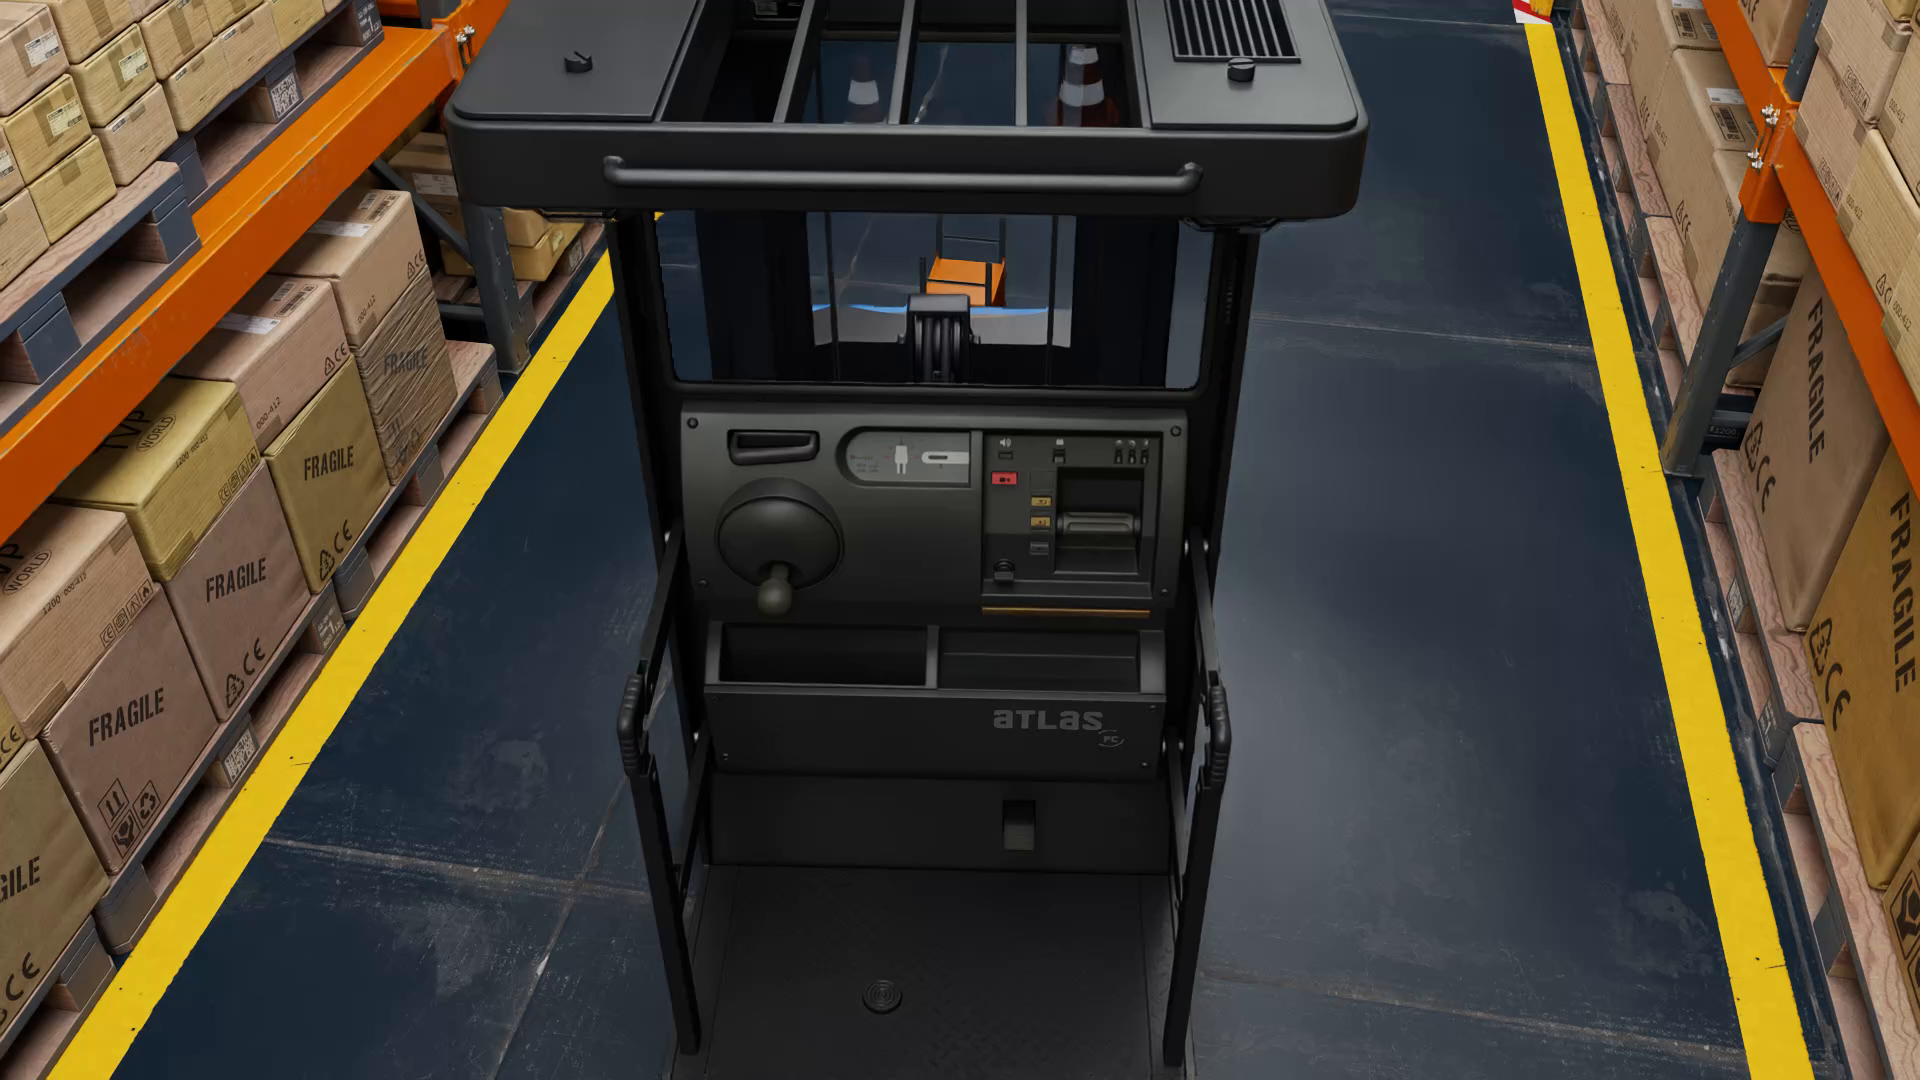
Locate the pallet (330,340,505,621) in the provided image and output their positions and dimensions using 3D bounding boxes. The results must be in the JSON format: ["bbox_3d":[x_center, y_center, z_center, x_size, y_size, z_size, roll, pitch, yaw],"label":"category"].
[{"bbox_3d":[-2.194,-0.269,5.409,1.003,0.211,1.213,6,40,8],"label":"pallet"}]

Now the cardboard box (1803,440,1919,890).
[{"bbox_3d":[2.655,0.273,3.904,0.875,0.875,0.875,7,40,9],"label":"cardboard box"}]

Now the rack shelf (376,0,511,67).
[{"bbox_3d":[-1.715,-2.810,6.859,1.077,0.370,4.000,6,40,8],"label":"rack shelf"}]

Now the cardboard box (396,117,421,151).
[{"bbox_3d":[-2.250,-1.541,6.201,0.380,0.149,0.250,7,40,8],"label":"cardboard box"}]

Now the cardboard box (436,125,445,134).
[{"bbox_3d":[-1.691,-1.484,6.132,0.380,0.149,0.250,8,40,10],"label":"cardboard box"}]

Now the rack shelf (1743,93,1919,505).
[{"bbox_3d":[2.486,0.183,3.240,1.077,0.370,4.000,6,40,8],"label":"rack shelf"}]

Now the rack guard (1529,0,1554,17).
[{"bbox_3d":[3.528,-2.912,8.380,1.175,0.500,0.348,6,40,8],"label":"rack guard"}]

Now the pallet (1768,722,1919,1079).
[{"bbox_3d":[2.564,0.985,3.893,1.003,0.211,1.213,6,40,8],"label":"pallet"}]

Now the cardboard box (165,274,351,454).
[{"bbox_3d":[-2.043,-0.503,4.548,0.500,0.250,0.500,8,40,10],"label":"cardboard box"}]

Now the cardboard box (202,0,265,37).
[{"bbox_3d":[-2.025,-1.420,4.247,0.380,0.149,0.250,8,40,10],"label":"cardboard box"}]

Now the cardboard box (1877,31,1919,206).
[{"bbox_3d":[2.416,-0.909,3.721,0.500,0.250,0.500,7,40,8],"label":"cardboard box"}]

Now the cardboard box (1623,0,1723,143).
[{"bbox_3d":[3.358,-2.034,7.037,0.875,0.438,0.875,7,40,9],"label":"cardboard box"}]

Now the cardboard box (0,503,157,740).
[{"bbox_3d":[-2.209,0.157,3.749,0.500,0.250,0.500,7,40,8],"label":"cardboard box"}]

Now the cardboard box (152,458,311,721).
[{"bbox_3d":[-2.123,0.105,4.401,0.500,0.500,0.500,6,40,7],"label":"cardboard box"}]

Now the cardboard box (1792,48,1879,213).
[{"bbox_3d":[2.496,-1.045,4.278,0.500,0.250,0.500,6,40,7],"label":"cardboard box"}]

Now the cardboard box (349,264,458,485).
[{"bbox_3d":[-1.941,-0.538,5.179,0.500,0.500,0.500,6,40,7],"label":"cardboard box"}]

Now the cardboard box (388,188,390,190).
[{"bbox_3d":[-2.285,-1.414,6.280,0.380,0.149,0.250,5,40,6],"label":"cardboard box"}]

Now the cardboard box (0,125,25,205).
[{"bbox_3d":[-2.207,-0.761,3.450,0.380,0.149,0.250,8,40,9],"label":"cardboard box"}]

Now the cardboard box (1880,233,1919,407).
[{"bbox_3d":[2.304,-0.400,3.498,0.500,0.250,0.500,6,40,7],"label":"cardboard box"}]

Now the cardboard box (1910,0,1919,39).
[{"bbox_3d":[2.412,-1.207,3.493,0.500,0.500,0.500,6,40,7],"label":"cardboard box"}]

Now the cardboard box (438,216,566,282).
[{"bbox_3d":[-1.681,-1.088,6.120,0.380,0.149,0.250,5,40,6],"label":"cardboard box"}]

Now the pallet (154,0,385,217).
[{"bbox_3d":[-2.336,-1.295,4.612,1.003,0.211,1.213,6,40,8],"label":"pallet"}]

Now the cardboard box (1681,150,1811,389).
[{"bbox_3d":[3.046,-0.906,5.673,0.875,0.438,0.875,6,40,7],"label":"cardboard box"}]

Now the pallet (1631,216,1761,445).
[{"bbox_3d":[3.041,-0.744,5.984,1.003,0.211,1.213,6,40,8],"label":"pallet"}]

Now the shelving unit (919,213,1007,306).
[{"bbox_3d":[0.009,-0.438,4.956,0.215,1.050,0.252,6,40,8],"label":"shelving unit"}]

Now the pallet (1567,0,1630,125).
[{"bbox_3d":[3.463,-2.275,7.836,1.003,0.211,1.213,6,40,8],"label":"pallet"}]

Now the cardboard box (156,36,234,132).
[{"bbox_3d":[-2.068,-1.150,4.154,0.380,0.149,0.250,4,40,5],"label":"cardboard box"}]

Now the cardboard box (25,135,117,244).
[{"bbox_3d":[-2.157,-0.808,3.741,0.380,0.149,0.250,8,40,10],"label":"cardboard box"}]

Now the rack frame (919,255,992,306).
[{"bbox_3d":[-0.012,-0.362,4.863,0.200,1.050,0.008,6,40,8],"label":"rack frame"}]

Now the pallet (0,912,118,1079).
[{"bbox_3d":[-2.616,1.263,3.557,1.003,0.211,1.213,6,40,8],"label":"pallet"}]

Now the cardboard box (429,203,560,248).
[{"bbox_3d":[-1.683,-1.202,6.024,0.380,0.149,0.250,8,40,10],"label":"cardboard box"}]

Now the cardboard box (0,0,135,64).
[{"bbox_3d":[-2.121,-1.204,3.753,0.380,0.149,0.250,5,40,6],"label":"cardboard box"}]

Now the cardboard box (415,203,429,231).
[{"bbox_3d":[-2.201,-1.333,6.416,0.380,0.149,0.250,7,40,9],"label":"cardboard box"}]

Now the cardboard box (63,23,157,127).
[{"bbox_3d":[-2.115,-1.084,3.842,0.380,0.149,0.250,4,40,5],"label":"cardboard box"}]

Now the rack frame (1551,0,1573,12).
[{"bbox_3d":[3.524,-3.860,7.565,1.000,3.000,0.127,6,40,8],"label":"rack frame"}]

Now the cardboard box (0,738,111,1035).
[{"bbox_3d":[-2.296,0.748,3.623,0.500,0.500,0.500,7,40,8],"label":"cardboard box"}]

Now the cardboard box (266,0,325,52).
[{"bbox_3d":[-1.979,-1.463,4.533,0.380,0.149,0.250,7,40,8],"label":"cardboard box"}]

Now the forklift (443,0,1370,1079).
[{"bbox_3d":[-0.054,0.026,2.918,1.130,2.935,3.031,1,40,1],"label":"forklift"}]
